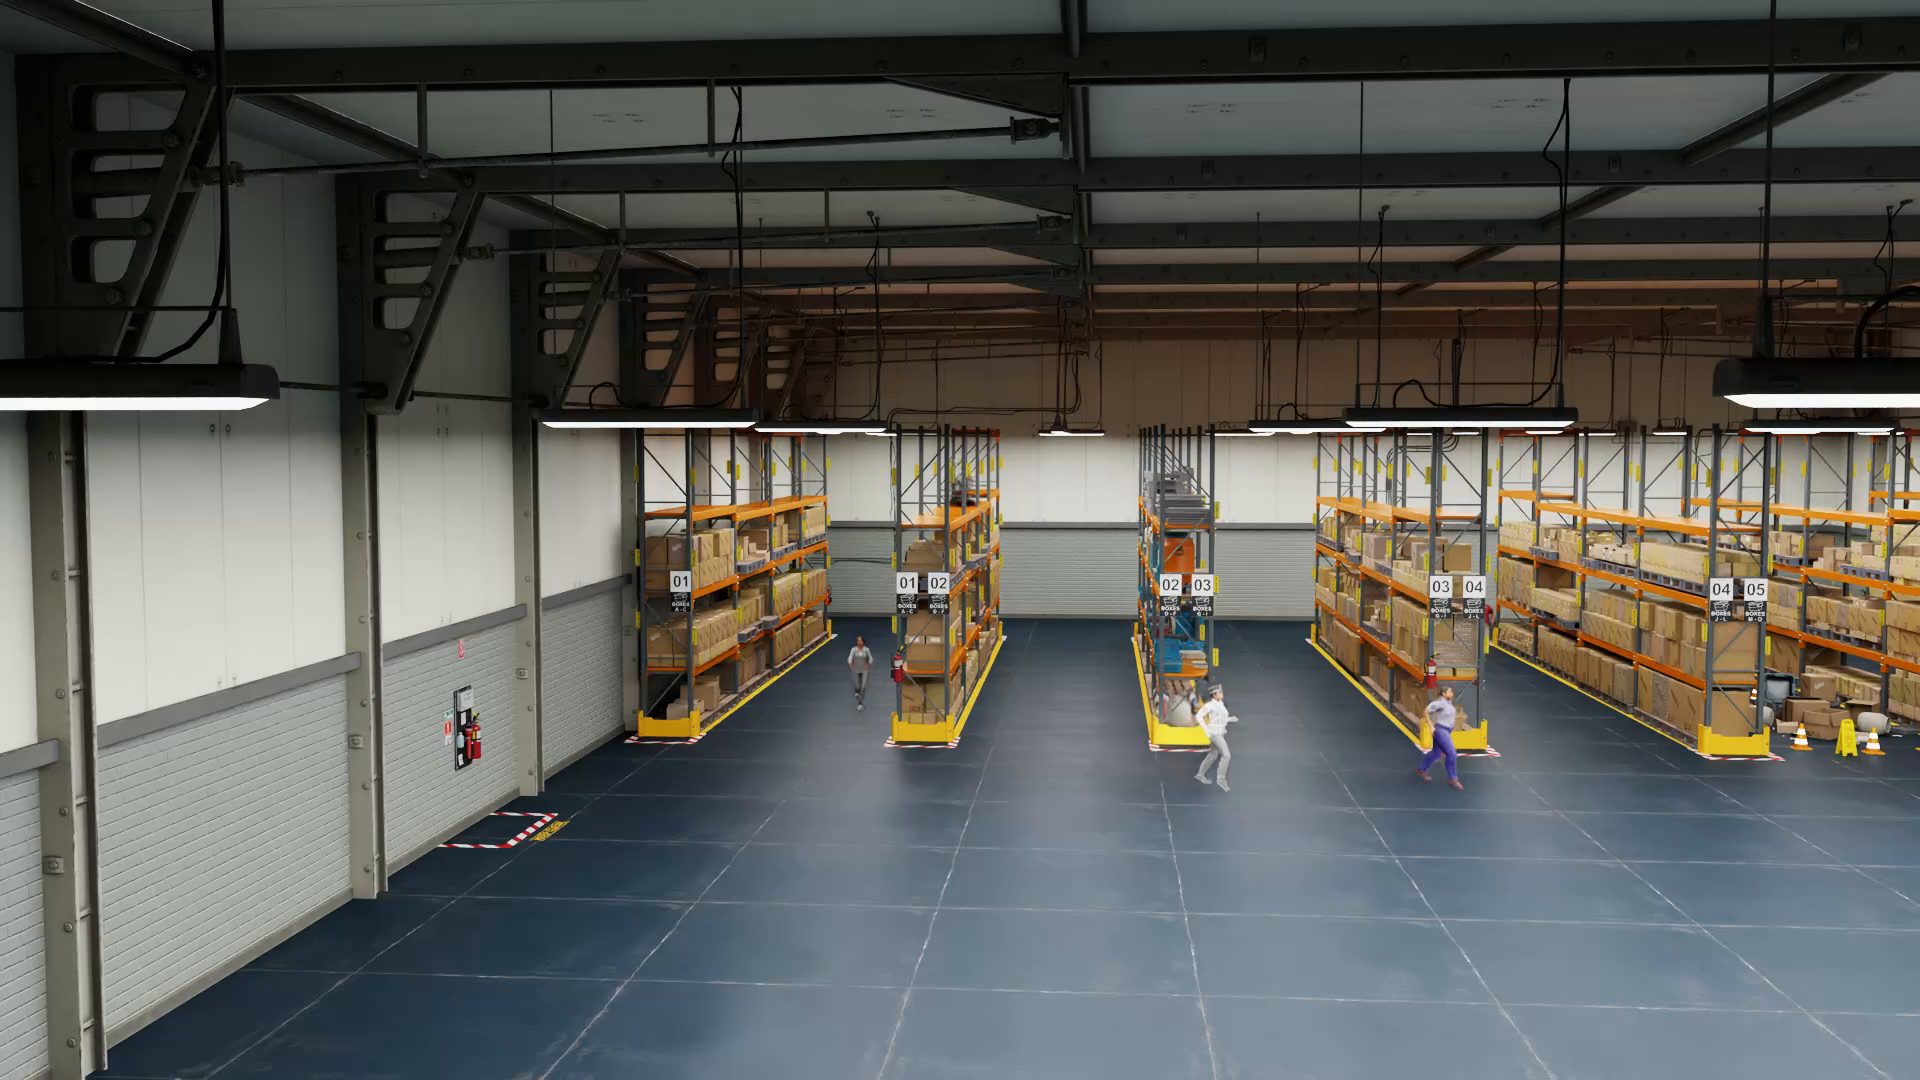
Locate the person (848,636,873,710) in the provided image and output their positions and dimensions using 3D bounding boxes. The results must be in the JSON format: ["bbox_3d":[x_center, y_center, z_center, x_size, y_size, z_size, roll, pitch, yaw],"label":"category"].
[{"bbox_3d":[-2.114,2.850,35.283,0.537,1.469,0.549,0,3,-7],"label":"person"}]

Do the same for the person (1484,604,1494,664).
[{"bbox_3d":[13.357,2.301,42.618,0.670,1.773,0.763,1,4,12],"label":"person"}]

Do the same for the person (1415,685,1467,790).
[{"bbox_3d":[7.924,3.263,27.395,0.838,1.613,0.580,2,4,30],"label":"person"}]

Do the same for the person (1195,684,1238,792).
[{"bbox_3d":[4.193,3.224,27.193,0.729,1.753,0.578,2,4,28],"label":"person"}]
